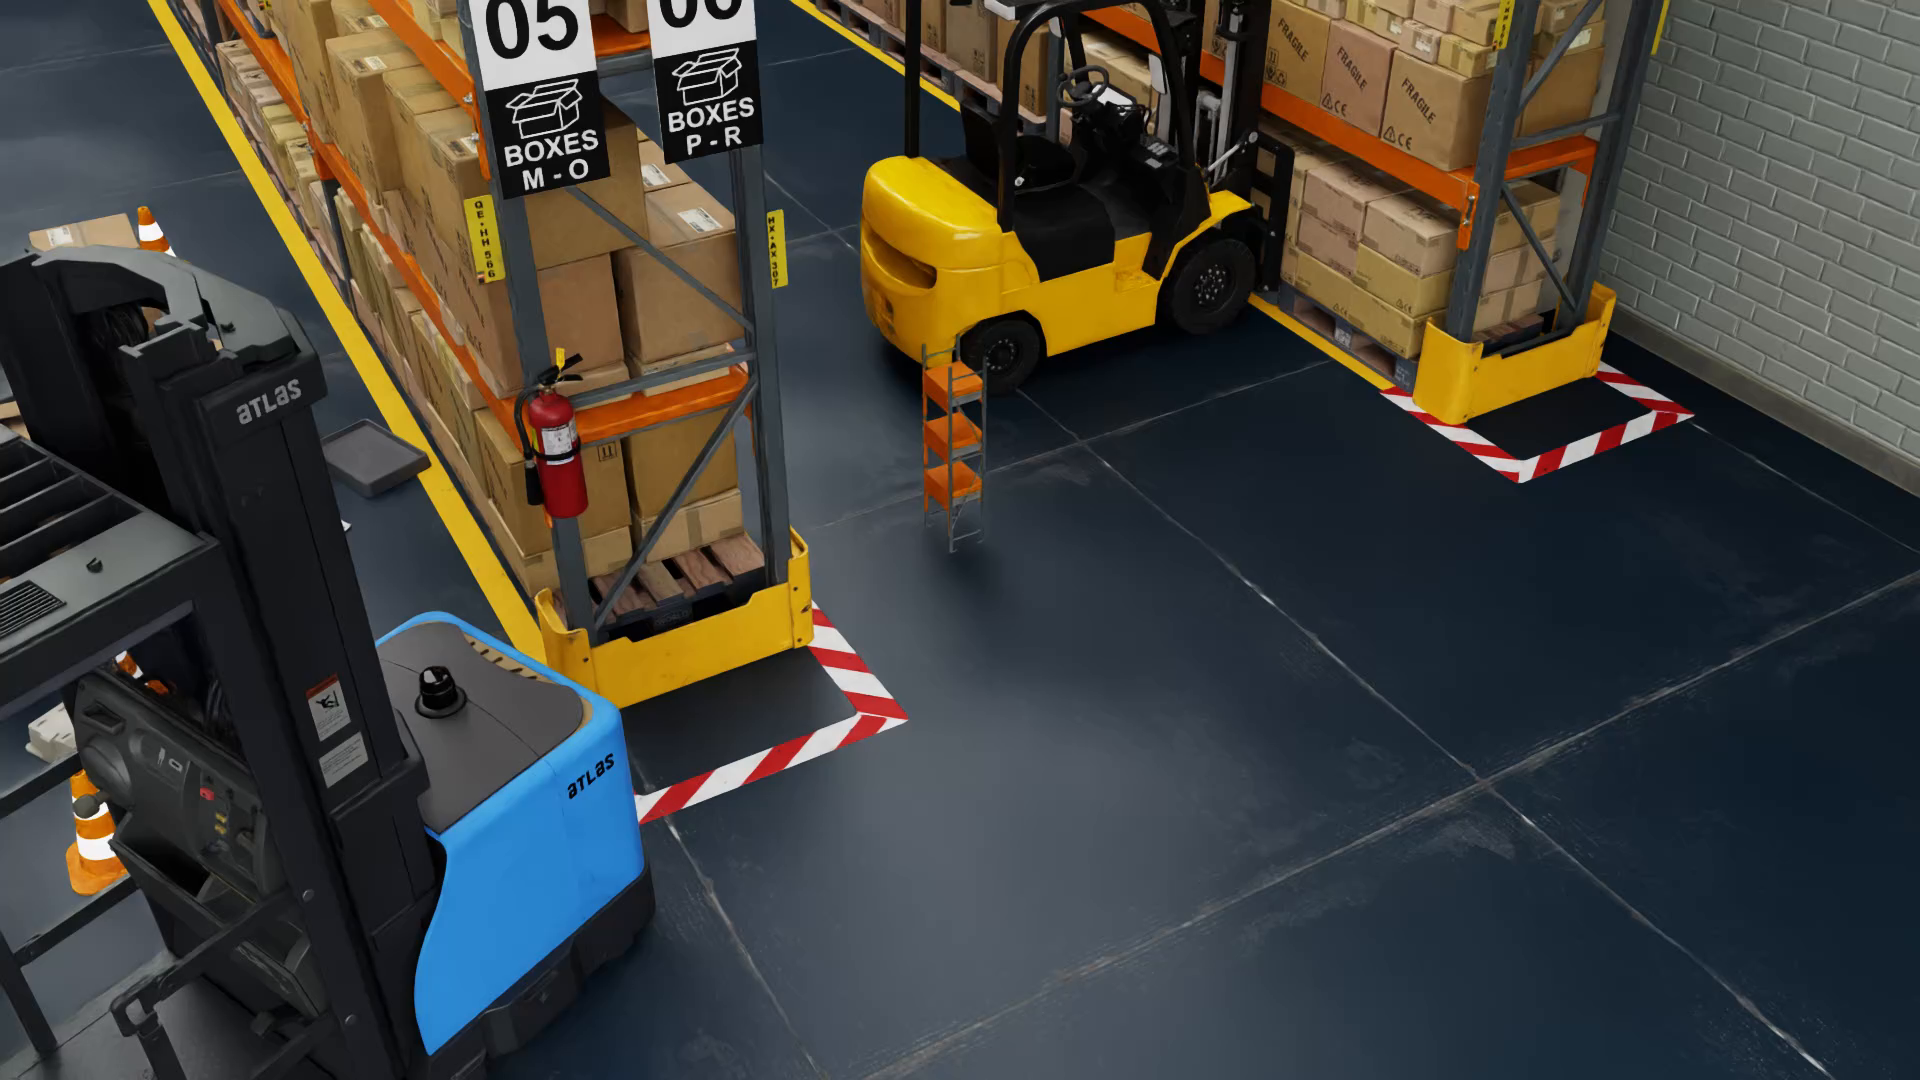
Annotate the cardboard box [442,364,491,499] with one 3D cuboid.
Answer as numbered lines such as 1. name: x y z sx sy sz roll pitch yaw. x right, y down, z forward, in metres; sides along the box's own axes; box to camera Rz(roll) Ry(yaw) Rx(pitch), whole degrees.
1. cardboard box: -2.094 -0.586 7.849 0.500 0.500 0.500 -17 40 -22

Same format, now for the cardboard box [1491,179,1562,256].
1. cardboard box: 3.012 -1.865 9.387 0.500 0.250 0.500 -20 40 -25

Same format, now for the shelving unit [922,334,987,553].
1. shelving unit: -0.027 -0.451 7.978 0.215 1.050 0.252 -19 40 -24

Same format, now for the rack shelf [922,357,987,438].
1. rack shelf: -0.027 -0.672 7.817 0.215 0.259 0.240 -19 40 -24

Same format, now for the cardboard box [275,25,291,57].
1. cardboard box: -3.707 -2.916 9.557 0.380 0.149 0.250 -18 40 -23

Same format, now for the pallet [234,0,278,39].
1. pallet: -4.190 -3.633 10.843 1.003 0.211 1.213 -19 40 -24

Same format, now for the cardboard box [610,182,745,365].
1. cardboard box: -1.199 -1.112 6.892 0.500 0.500 0.500 -20 40 -25

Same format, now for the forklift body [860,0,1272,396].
1. forklift body: 0.559 -2.184 9.417 2.313 2.155 1.214 -19 40 -24

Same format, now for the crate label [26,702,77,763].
1. crate label: -3.769 0.811 7.024 0.298 0.136 0.250 19 40 24

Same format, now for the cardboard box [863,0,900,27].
1. cardboard box: -0.293 -4.738 13.851 0.875 0.625 0.625 -18 40 -22

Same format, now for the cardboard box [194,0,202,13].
1. cardboard box: -5.939 -4.852 13.795 0.875 0.875 0.875 -18 40 -23

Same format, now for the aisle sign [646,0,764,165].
1. aisle sign: -0.901 -1.738 5.882 0.394 0.787 0.004 -19 40 -24

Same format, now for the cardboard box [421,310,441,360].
1. cardboard box: -2.325 -1.014 7.885 0.380 0.149 0.250 -17 40 -22

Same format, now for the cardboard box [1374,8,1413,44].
1. cardboard box: 2.441 -2.769 8.863 0.380 0.149 0.250 -18 40 -23

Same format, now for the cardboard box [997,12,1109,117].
1. cardboard box: 0.808 -3.614 12.312 0.875 0.625 0.625 -17 39 -22

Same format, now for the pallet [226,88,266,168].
1. pallet: -4.828 -3.182 12.428 1.003 0.211 1.213 -19 40 -24

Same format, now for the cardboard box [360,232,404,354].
1. cardboard box: -2.868 -1.379 8.935 0.500 0.500 0.500 -17 40 -22

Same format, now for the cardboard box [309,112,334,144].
1. cardboard box: -3.329 -2.311 9.083 0.380 0.149 0.250 -19 40 -24

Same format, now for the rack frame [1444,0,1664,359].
1. rack frame: 3.089 -2.101 8.583 1.000 3.000 0.127 -19 40 -24

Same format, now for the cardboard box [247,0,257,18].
1. cardboard box: -4.116 -3.306 10.090 0.380 0.149 0.250 -19 40 -24

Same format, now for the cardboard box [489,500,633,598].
1. cardboard box: -1.851 -0.032 7.725 0.500 0.250 0.500 -19 40 -24

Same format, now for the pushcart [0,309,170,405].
1. pushcart: -5.156 -0.908 9.173 0.936 0.377 1.648 26 44 31

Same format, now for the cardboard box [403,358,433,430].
1. cardboard box: -2.600 -0.807 8.787 0.500 0.250 0.500 -19 40 -25

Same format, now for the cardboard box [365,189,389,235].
1. cardboard box: -2.695 -1.655 8.186 0.380 0.149 0.250 -19 40 -24

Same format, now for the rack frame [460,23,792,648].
1. rack frame: -1.201 -0.628 6.566 1.000 3.000 0.127 -19 40 -24

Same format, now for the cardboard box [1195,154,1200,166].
1. cardboard box: 1.806 -2.289 10.393 0.500 0.250 0.500 -19 40 -24

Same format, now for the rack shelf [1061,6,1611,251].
1. rack shelf: 2.085 -2.830 10.191 1.077 0.370 4.000 -19 40 -24

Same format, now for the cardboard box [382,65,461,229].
1. cardboard box: -1.894 -1.648 6.779 0.700 0.500 0.500 -19 40 -24

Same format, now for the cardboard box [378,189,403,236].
1. cardboard box: -2.446 -1.760 7.780 0.500 0.500 0.500 -18 40 -23

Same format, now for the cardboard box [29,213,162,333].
1. cardboard box: -4.734 -1.421 9.130 0.500 0.500 0.500 -19 40 -24

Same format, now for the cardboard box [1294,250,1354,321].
1. cardboard box: 2.339 -1.562 9.821 0.500 0.250 0.500 -19 40 -24

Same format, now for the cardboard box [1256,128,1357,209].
1. cardboard box: 2.065 -2.219 9.872 0.500 0.250 0.500 -18 40 -23

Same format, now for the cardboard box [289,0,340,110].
1. cardboard box: -2.710 -2.412 7.825 0.700 0.500 0.500 -20 41 -25

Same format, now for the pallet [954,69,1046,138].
1. pallet: 0.676 -3.379 12.697 1.003 0.211 1.213 -19 40 -24

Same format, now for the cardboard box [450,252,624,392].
1. cardboard box: -1.711 -0.983 6.716 0.500 0.500 0.500 -20 40 -25

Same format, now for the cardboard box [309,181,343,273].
1. cardboard box: -3.476 -2.043 10.376 0.950 0.372 0.625 -18 40 -23

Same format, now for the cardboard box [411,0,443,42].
1. cardboard box: -1.775 -1.954 6.052 0.380 0.149 0.250 -19 40 -24

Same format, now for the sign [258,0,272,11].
1. sign: -3.688 -2.969 8.790 0.100 0.325 0.005 -19 40 -24

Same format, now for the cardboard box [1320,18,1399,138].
1. cardboard box: 2.362 -2.581 9.156 0.500 0.500 0.500 -18 40 -23

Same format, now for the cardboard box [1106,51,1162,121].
1. cardboard box: 1.300 -3.000 10.942 0.500 0.250 0.500 -19 40 -24

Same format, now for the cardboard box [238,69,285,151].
1. cardboard box: -4.567 -3.151 11.893 0.950 0.372 0.625 -20 41 -25

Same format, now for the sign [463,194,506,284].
1. sign: -1.690 -1.069 5.920 0.100 0.325 0.005 -19 40 -24

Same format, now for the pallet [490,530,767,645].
1. pallet: -1.616 0.035 8.023 1.003 0.211 1.213 -19 40 -24

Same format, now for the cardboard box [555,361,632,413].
1. cardboard box: -1.573 -0.654 6.815 0.380 0.149 0.250 -18 40 -22

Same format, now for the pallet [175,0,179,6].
1. pallet: -6.777 -5.250 15.259 1.003 0.211 1.213 -19 40 -24

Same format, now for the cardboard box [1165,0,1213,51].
1. cardboard box: 1.608 -3.359 10.220 0.500 0.500 0.500 -19 40 -24

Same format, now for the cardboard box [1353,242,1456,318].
1. cardboard box: 2.575 -1.517 9.335 0.500 0.250 0.500 -19 40 -24

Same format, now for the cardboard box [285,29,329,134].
1. cardboard box: -3.230 -2.521 8.822 0.500 0.500 0.500 -19 40 -24

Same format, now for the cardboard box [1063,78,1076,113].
1. cardboard box: 1.056 -3.063 11.452 0.500 0.250 0.500 -19 40 -24

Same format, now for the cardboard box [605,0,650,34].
1. cardboard box: -1.086 -2.003 6.119 0.380 0.149 0.250 -19 40 -24

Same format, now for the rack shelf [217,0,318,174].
1. rack shelf: -4.215 -3.397 10.968 1.077 0.370 4.000 -19 40 -24

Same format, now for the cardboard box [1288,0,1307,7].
1. cardboard box: 2.007 -3.144 9.376 0.380 0.149 0.250 -19 40 -24

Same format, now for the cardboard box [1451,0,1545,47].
1. cardboard box: 2.727 -2.643 8.439 0.380 0.149 0.250 -19 40 -24

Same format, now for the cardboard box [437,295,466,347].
1. cardboard box: -2.062 -1.009 7.302 0.380 0.149 0.250 -18 40 -23

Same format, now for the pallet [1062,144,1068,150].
1. pallet: 1.443 -2.596 11.626 1.003 0.211 1.213 -19 40 -24

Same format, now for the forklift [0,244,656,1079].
1. forklift: -2.408 0.791 4.682 1.130 2.935 3.031 23 42 28

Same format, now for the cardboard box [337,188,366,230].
1. cardboard box: -3.136 -1.829 9.001 0.380 0.149 0.250 -18 40 -23

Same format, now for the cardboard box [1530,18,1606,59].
1. cardboard box: 3.143 -2.653 8.704 0.380 0.149 0.250 -20 41 -25
